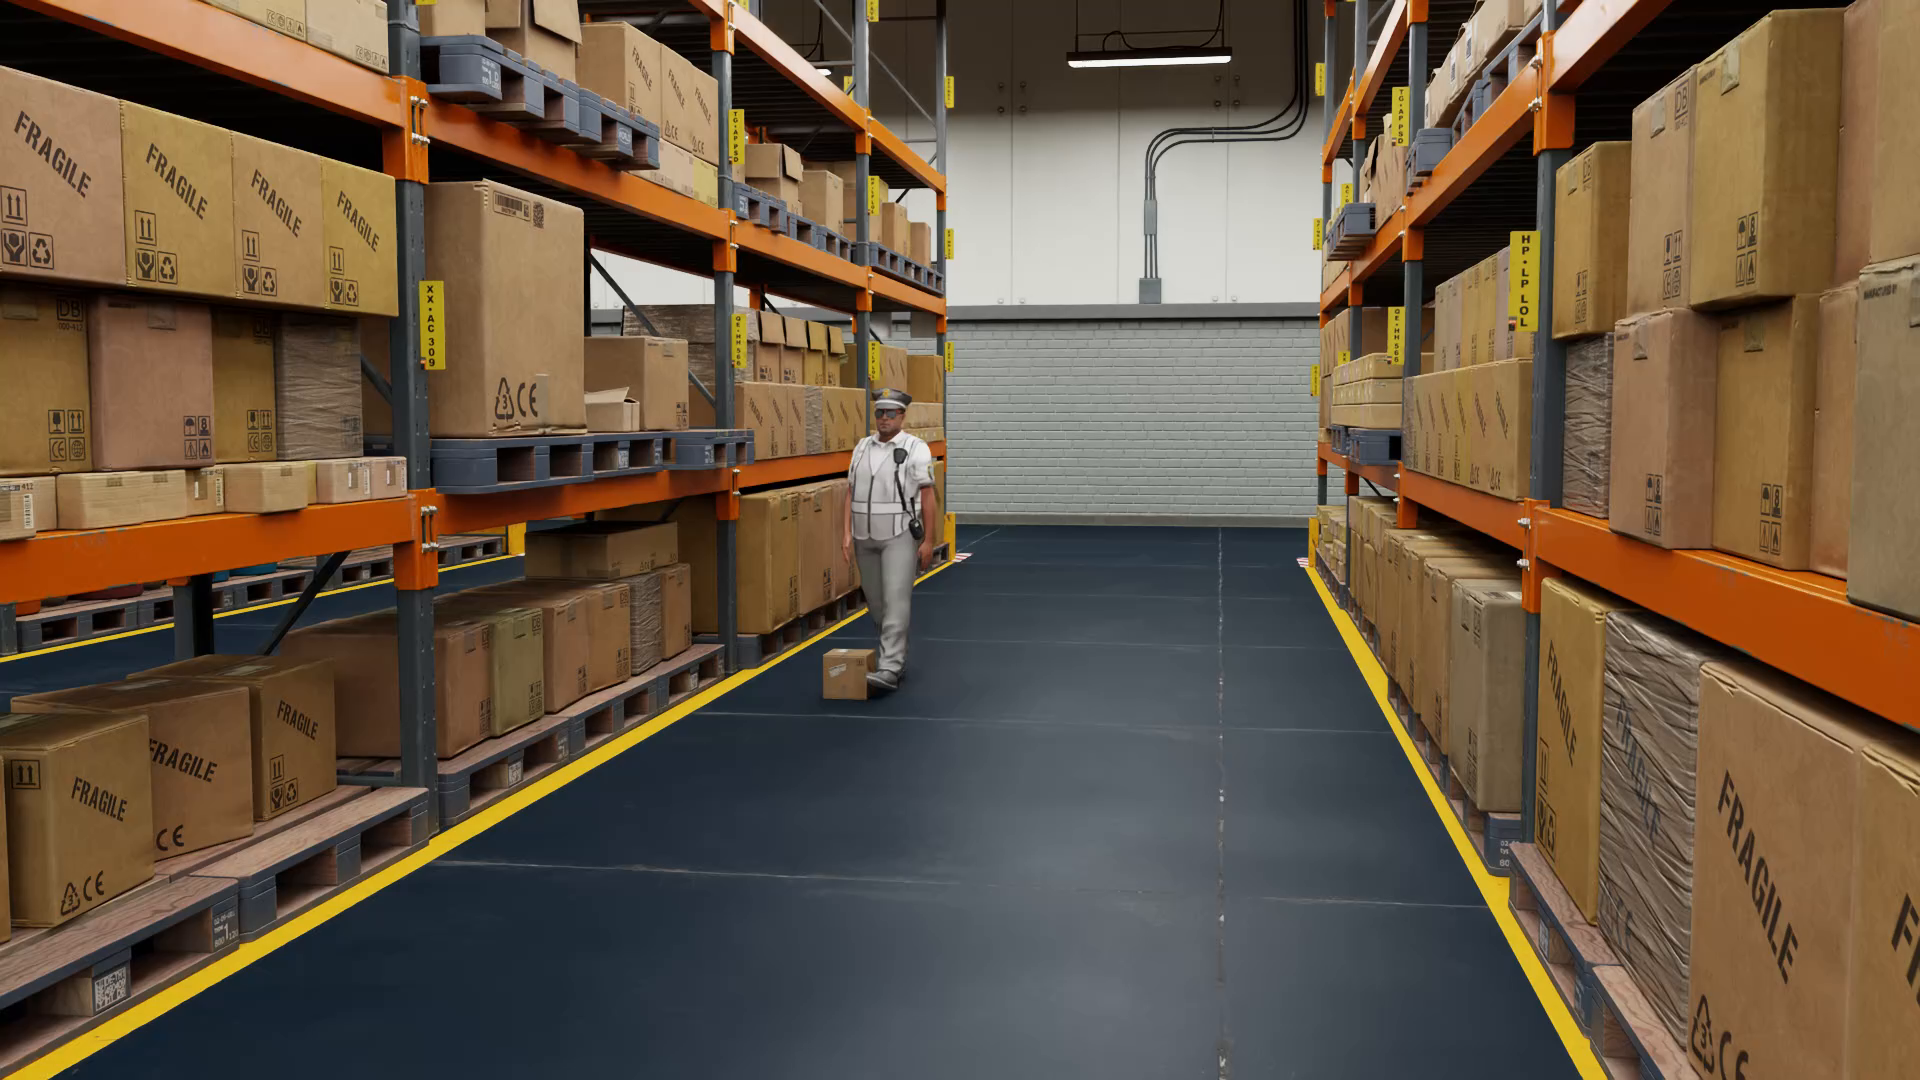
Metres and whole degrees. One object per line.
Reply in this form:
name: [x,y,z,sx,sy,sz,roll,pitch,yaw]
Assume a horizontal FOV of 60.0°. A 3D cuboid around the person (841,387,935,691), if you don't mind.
person: [-0.469,-0.012,9.701,0.537,1.754,0.776,2,5,28]
